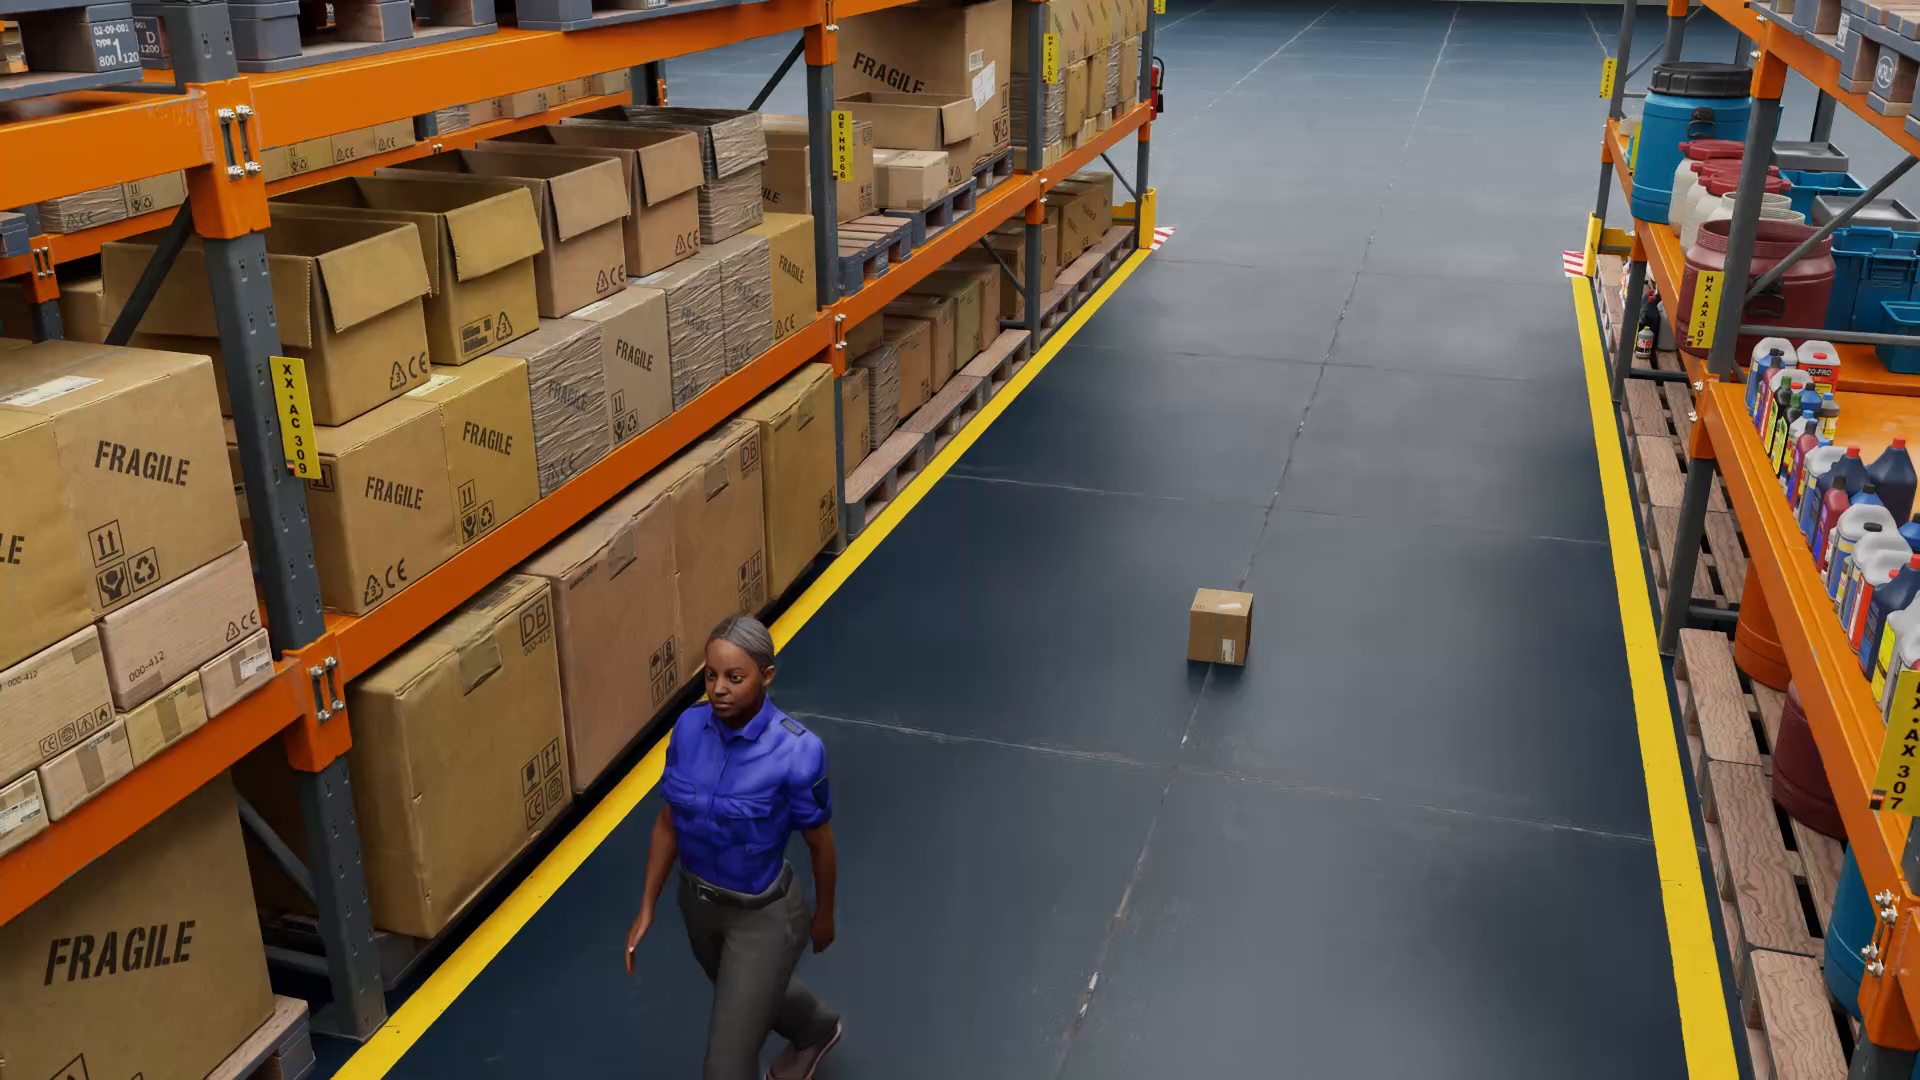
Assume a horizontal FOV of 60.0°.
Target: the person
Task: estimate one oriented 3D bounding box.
[{"bbox_3d":[-0.577,0.950,4.252,0.446,1.600,0.988,13,26,30],"label":"person"}]
